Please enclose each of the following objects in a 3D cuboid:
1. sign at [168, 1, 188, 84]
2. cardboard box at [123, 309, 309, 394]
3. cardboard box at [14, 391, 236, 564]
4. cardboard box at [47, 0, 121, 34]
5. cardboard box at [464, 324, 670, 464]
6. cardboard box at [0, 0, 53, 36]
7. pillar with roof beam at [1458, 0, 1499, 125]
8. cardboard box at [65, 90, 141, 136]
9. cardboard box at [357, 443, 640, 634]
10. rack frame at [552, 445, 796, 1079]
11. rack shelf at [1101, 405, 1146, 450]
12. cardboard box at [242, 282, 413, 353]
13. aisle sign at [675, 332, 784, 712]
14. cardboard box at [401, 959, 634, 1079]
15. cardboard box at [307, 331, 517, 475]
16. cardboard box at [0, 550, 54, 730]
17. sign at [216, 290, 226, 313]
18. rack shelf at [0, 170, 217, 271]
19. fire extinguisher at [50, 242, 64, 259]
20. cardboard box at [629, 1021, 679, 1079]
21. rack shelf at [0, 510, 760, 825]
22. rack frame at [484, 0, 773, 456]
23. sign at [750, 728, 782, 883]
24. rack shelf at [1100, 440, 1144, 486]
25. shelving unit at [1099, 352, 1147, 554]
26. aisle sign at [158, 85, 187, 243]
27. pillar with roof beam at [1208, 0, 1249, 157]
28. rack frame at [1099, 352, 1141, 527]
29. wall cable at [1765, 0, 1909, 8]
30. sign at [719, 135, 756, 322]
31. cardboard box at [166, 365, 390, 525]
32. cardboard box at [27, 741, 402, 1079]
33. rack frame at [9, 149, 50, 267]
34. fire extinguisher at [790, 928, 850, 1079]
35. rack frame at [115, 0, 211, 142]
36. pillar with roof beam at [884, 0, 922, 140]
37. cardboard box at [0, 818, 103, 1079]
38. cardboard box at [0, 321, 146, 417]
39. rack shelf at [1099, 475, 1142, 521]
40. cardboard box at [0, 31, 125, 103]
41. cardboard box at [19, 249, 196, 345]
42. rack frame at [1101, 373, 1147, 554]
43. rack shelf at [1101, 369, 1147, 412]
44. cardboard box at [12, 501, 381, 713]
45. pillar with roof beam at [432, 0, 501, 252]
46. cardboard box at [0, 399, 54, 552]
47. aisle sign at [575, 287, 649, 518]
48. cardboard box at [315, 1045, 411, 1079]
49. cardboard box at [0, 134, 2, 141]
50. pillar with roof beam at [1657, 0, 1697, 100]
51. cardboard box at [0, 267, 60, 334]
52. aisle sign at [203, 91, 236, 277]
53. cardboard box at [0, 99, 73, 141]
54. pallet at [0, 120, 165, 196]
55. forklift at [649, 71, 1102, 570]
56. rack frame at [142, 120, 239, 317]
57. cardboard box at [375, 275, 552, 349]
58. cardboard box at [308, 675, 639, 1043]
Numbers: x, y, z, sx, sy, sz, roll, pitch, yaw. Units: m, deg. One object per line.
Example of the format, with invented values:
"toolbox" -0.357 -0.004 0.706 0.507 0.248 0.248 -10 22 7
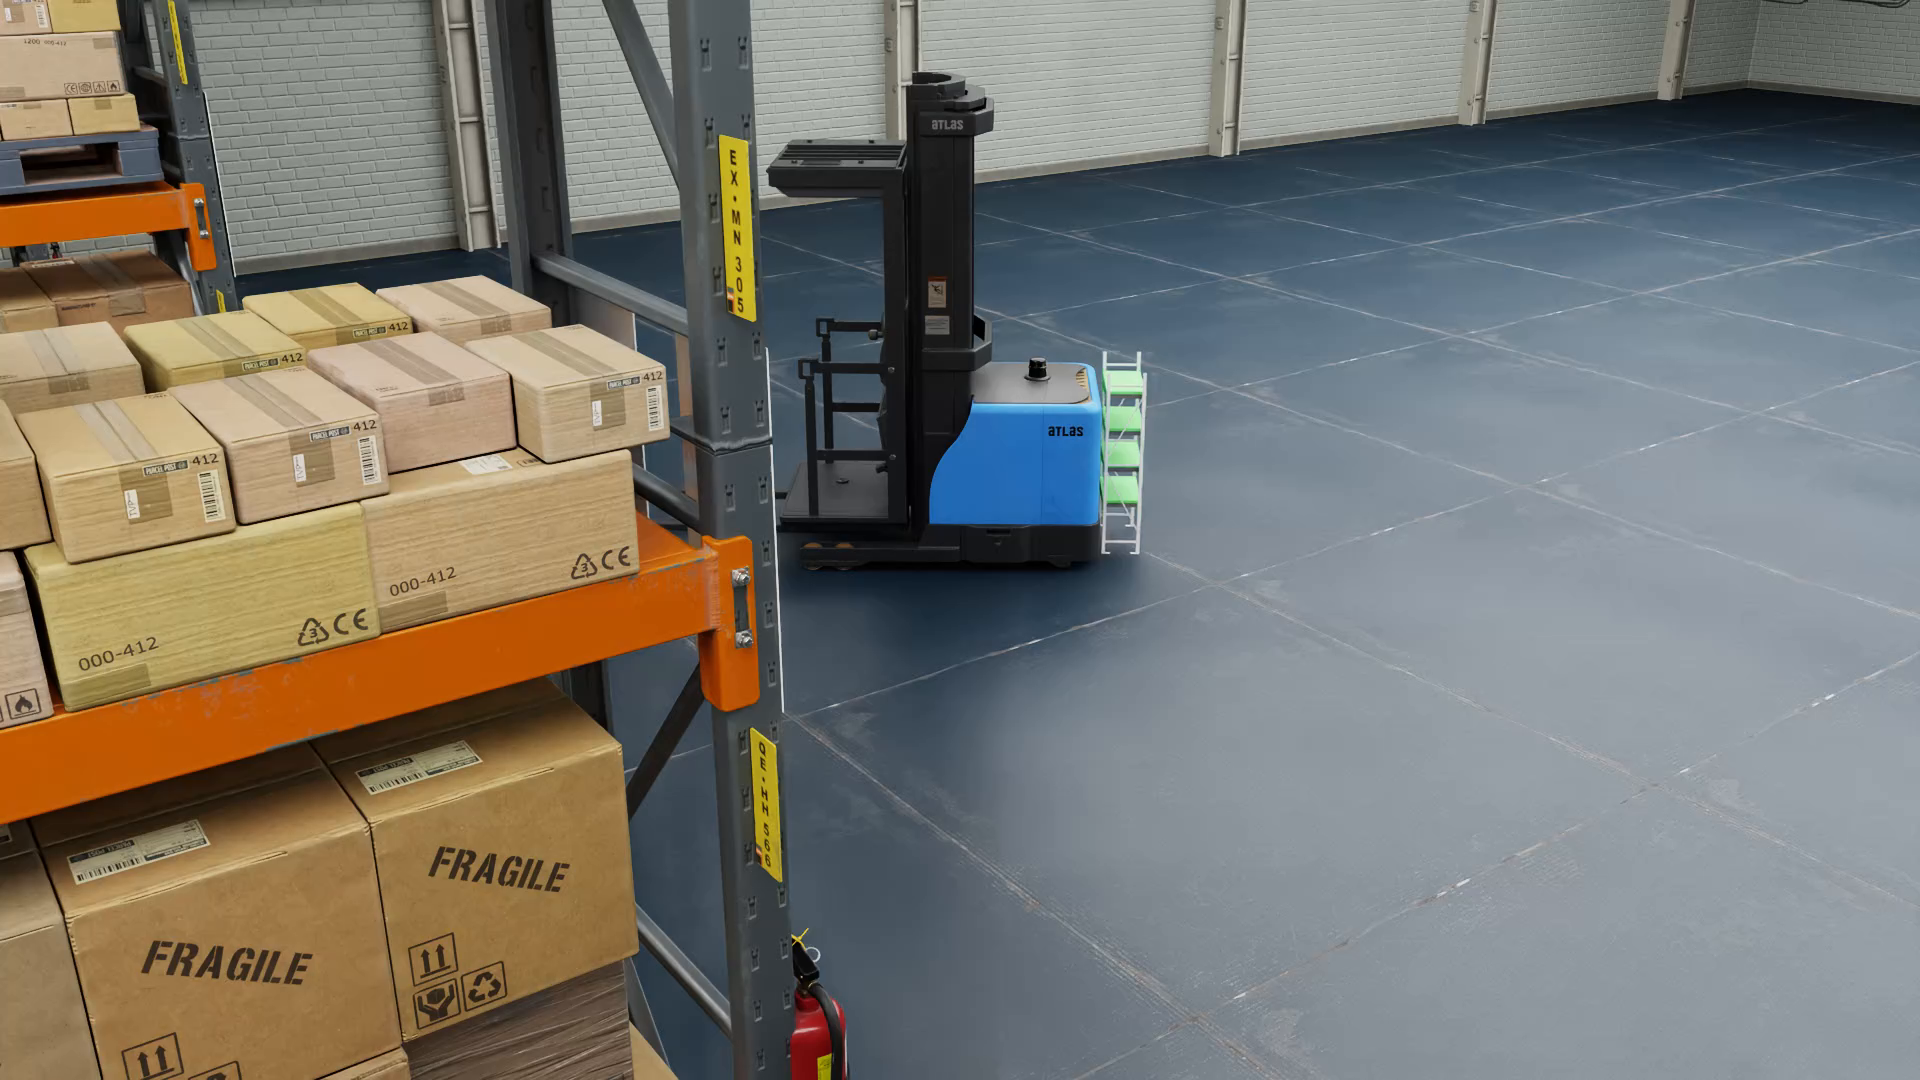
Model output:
"sign" -3.221 -2.048 6.845 0.005 0.325 0.100 -15 26 -33
"cardboard box" -1.471 -0.332 3.298 0.250 0.149 0.380 -15 26 -34
"cardboard box" -1.383 -0.112 2.747 0.250 0.149 0.380 -15 26 -33
"cardboard box" -3.602 -2.160 6.775 0.250 0.149 0.380 -15 26 -32
"cardboard box" -0.755 -0.287 3.185 0.250 0.149 0.380 -15 26 -33
"cardboard box" -3.806 -2.106 6.641 0.250 0.149 0.380 -15 26 -33
"pillar with roof beam" 11.503 -10.213 24.347 0.400 9.000 9.100 -15 26 -33
"cardboard box" -3.599 -1.790 6.926 0.250 0.149 0.380 -15 26 -33
"cardboard box" -0.955 -0.075 3.192 0.500 0.250 0.500 -14 26 -32
"rack frame" -0.712 1.068 4.173 0.127 3.000 1.000 -15 26 -33
"rack shelf" 1.035 -0.722 10.613 0.258 0.148 0.480 1 22 1
"cardboard box" -1.338 -0.424 3.528 0.250 0.149 0.380 -14 26 -32
"aisle sign" -0.487 -0.063 3.499 0.004 0.787 0.394 -15 26 -33
"cardboard box" -1.175 0.994 3.822 0.500 0.500 0.875 -15 26 -33
"cardboard box" -1.035 -0.266 3.132 0.250 0.149 0.380 -16 27 -35
"cardboard box" -1.780 0.142 2.647 0.500 0.250 0.500 -14 26 -32
"sign" -3.221 -0.928 7.292 0.005 0.325 0.100 -15 26 -33
"rack shelf" -5.150 -1.072 6.460 4.000 0.370 1.077 -15 26 -33
"fire extinguisher" -6.138 -1.764 11.374 0.183 0.674 0.296 -15 26 -33
"cardboard box" -0.823 1.308 3.909 0.250 0.149 0.380 -15 26 -33
"rack shelf" -2.336 0.442 2.666 4.000 0.370 1.077 -15 26 -33
"rack frame" -0.712 -1.719 3.061 0.127 3.000 1.000 -15 26 -33
"sign" -0.404 0.555 3.471 0.005 0.325 0.100 -15 26 -33
"rack shelf" 1.035 -0.499 10.702 0.258 0.148 0.480 1 22 1
"shelving unit" 1.035 -0.559 10.678 0.258 1.200 0.503 1 22 1
"aisle sign" -3.645 -1.759 7.750 0.004 0.787 0.394 -15 26 -33
"pillar with roof beam" 6.632 -8.914 21.093 0.400 9.000 9.100 -15 26 -33
"rack frame" 1.041 -0.649 10.904 0.240 1.200 0.015 1 22 1
"wall cable" 17.022 -11.604 32.024 0.112 2.526 3.097 -15 26 -33
"sign" -0.404 -0.565 3.024 0.005 0.325 0.100 -15 26 -33
"cardboard box" -1.193 -0.174 2.901 0.250 0.149 0.380 -16 27 -35
"cardboard box" -1.417 0.722 3.154 0.500 0.500 0.500 -15 26 -33
"rack frame" -6.500 -1.914 11.645 0.127 3.000 1.000 -15 26 -33
"fire extinguisher" -0.350 1.218 3.902 0.183 0.674 0.296 -15 26 -33
"rack frame" -3.527 -3.233 6.856 0.127 3.000 1.000 -15 26 -33
"pillar with roof beam" 1.762 -7.615 17.838 0.400 9.000 9.100 -15 26 -33
"cardboard box" -1.824 0.830 2.885 0.500 0.500 0.500 -15 26 -33
"cardboard box" -1.734 -0.295 3.204 0.250 0.149 0.380 -14 26 -31
"rack shelf" 1.035 -0.277 10.790 0.258 0.148 0.480 1 22 1
"cardboard box" -3.761 -1.959 6.812 0.500 0.250 0.500 -15 26 -32
"cardboard box" -3.851 -0.949 7.567 0.550 0.550 0.875 -15 26 -33
"rack frame" 1.028 -0.468 10.451 0.240 1.200 0.015 1 22 1
"rack shelf" 1.035 -0.945 10.524 0.258 0.148 0.480 1 22 1
"cardboard box" -1.359 0.034 2.919 0.500 0.250 0.500 -15 26 -33
"pillar with roof beam" -3.109 -6.316 14.584 0.400 9.000 9.100 -15 26 -33
"cardboard box" -1.657 -0.096 2.707 0.250 0.149 0.380 -15 26 -32
"aisle sign" -0.837 -0.243 3.951 0.004 0.787 0.394 -15 26 -33
"cardboard box" -1.511 1.138 3.460 0.500 0.500 0.875 -15 26 -33
"cardboard box" -4.012 -1.680 6.650 0.250 0.149 0.380 -14 26 -32
"pillar with roof beam" 16.373 -11.511 27.602 0.400 9.000 9.100 -15 26 -33
"cardboard box" -4.243 -0.802 7.200 0.550 0.550 0.875 -15 26 -33
"aisle sign" -3.294 -1.579 7.298 0.004 0.787 0.394 -15 26 -33
"cardboard box" -3.804 -1.736 6.790 0.250 0.149 0.380 -15 26 -32
"pallet" -4.123 -1.635 7.018 1.213 0.211 1.003 -15 26 -33
"forklift" -0.629 -1.368 10.369 3.031 2.935 1.130 1 22 1
"rack frame" -3.527 -0.446 7.967 0.127 3.000 1.000 -15 26 -33
"cardboard box" -1.071 -0.451 3.596 0.250 0.149 0.380 -15 26 -33
"cardboard box" -1.014 0.612 3.430 0.500 0.500 0.500 -15 26 -33
